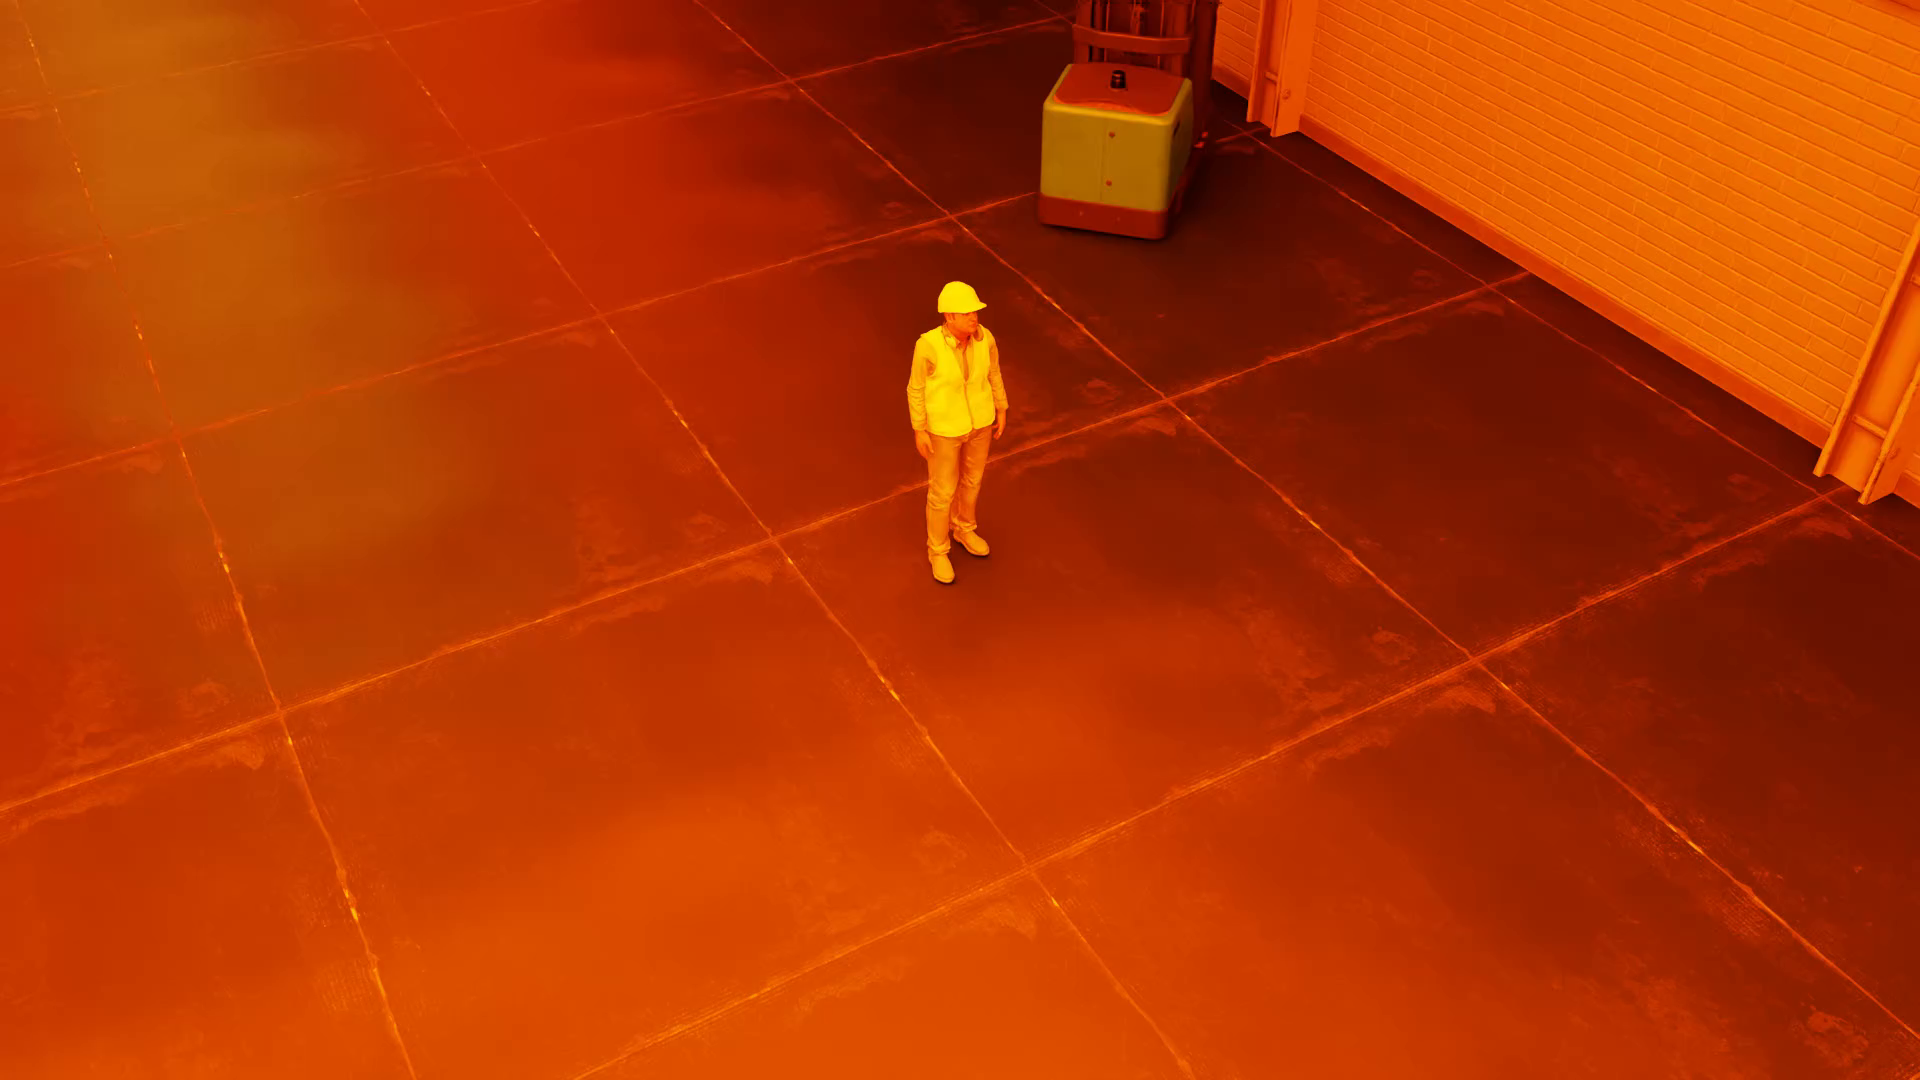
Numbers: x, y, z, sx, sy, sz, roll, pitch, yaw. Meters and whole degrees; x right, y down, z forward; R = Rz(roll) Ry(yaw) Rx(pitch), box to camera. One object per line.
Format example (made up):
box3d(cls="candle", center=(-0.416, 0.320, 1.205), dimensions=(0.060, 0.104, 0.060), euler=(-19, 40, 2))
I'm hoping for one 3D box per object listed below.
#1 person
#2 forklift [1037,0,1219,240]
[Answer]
box3d(cls="person", center=(0.025, -0.651, 9.716), dimensions=(0.633, 1.775, 0.566), euler=(-20, 44, -23))
box3d(cls="forklift", center=(1.541, -4.438, 13.387), dimensions=(1.130, 2.935, 3.031), euler=(11, 41, 13))
